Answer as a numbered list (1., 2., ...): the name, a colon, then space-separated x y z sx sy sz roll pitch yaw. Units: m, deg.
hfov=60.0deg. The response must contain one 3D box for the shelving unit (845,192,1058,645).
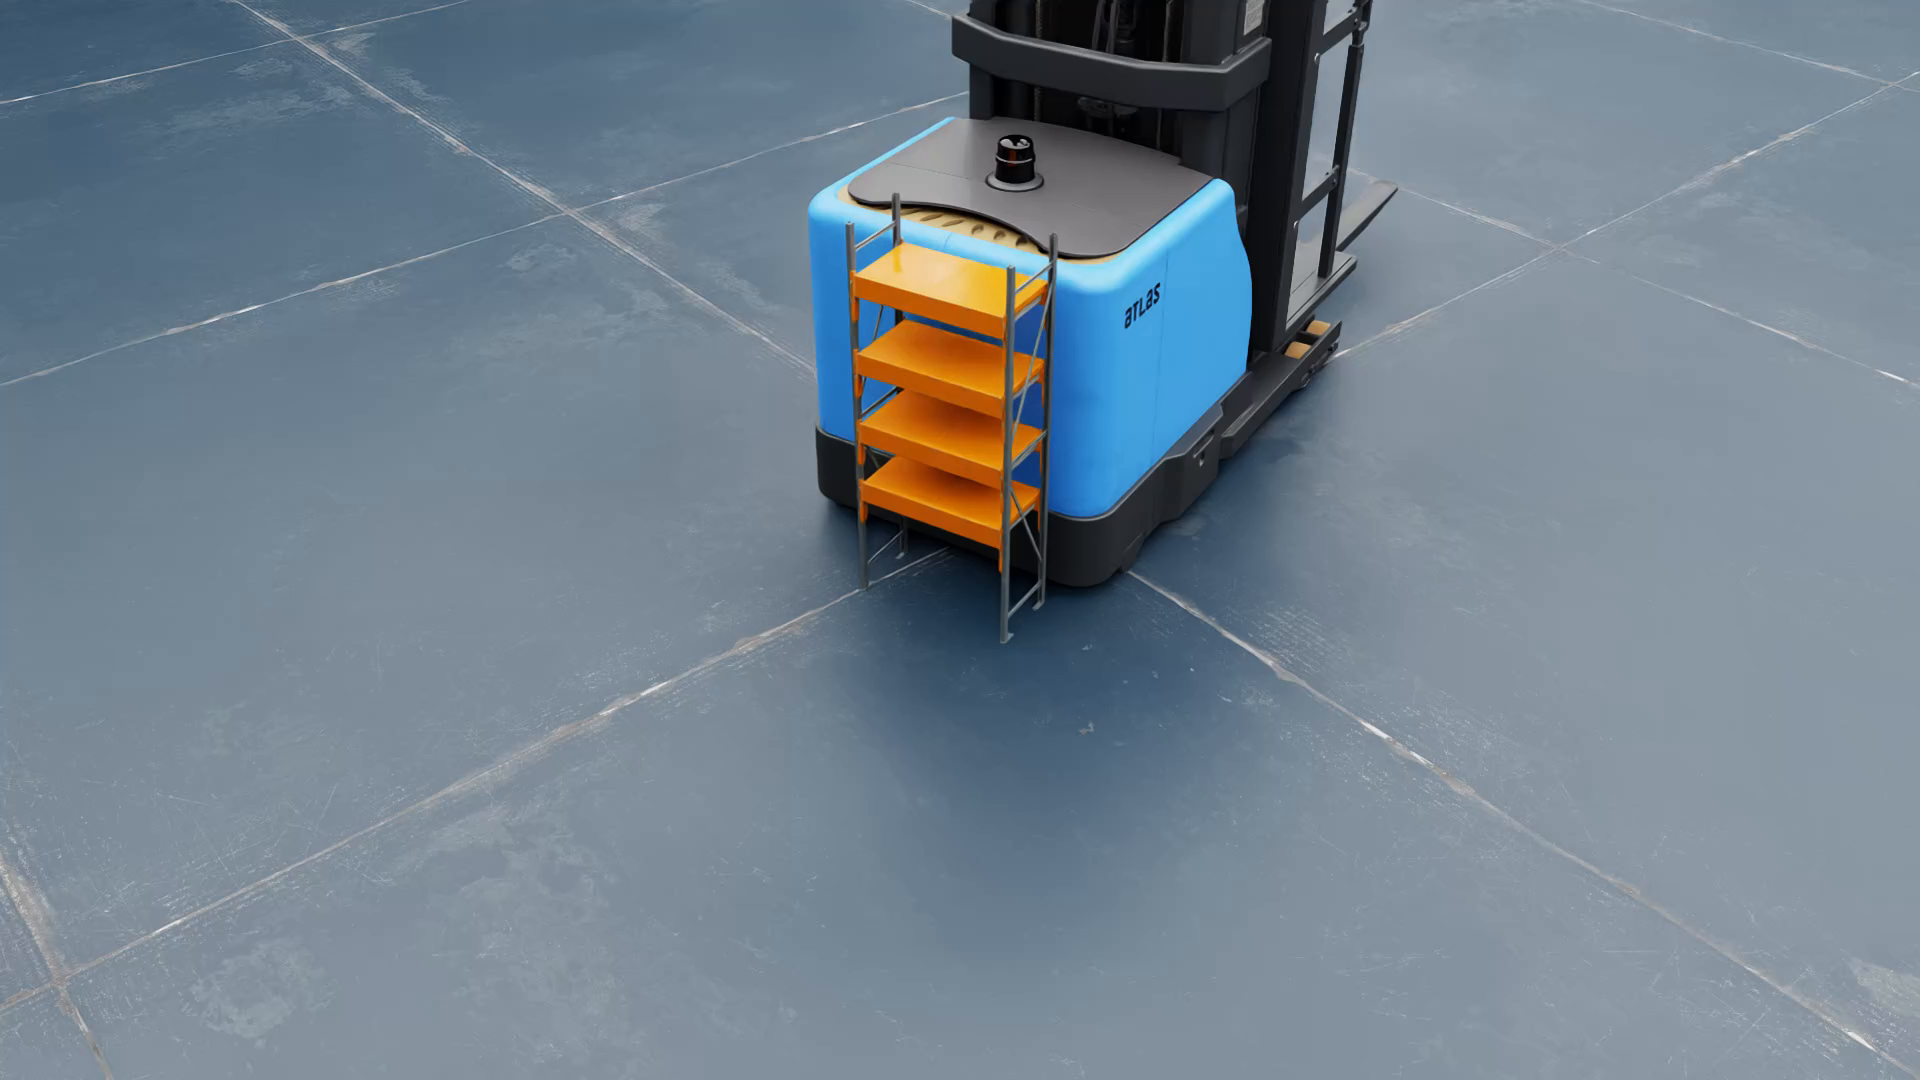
1. shelving unit: -0.023 -0.319 4.663 0.503 1.200 0.258 20 40 25

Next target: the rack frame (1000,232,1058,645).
1. rack frame: 0.185 -0.246 4.559 0.015 1.200 0.240 20 40 25

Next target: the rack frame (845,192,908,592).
1. rack frame: -0.231 -0.393 4.767 0.015 1.200 0.240 20 40 25

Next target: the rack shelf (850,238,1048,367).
1. rack shelf: -0.023 -0.640 4.436 0.480 0.148 0.258 20 40 25

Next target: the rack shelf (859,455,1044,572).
1. rack shelf: -0.023 -0.102 4.817 0.480 0.148 0.258 20 40 25

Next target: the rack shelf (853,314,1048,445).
1. rack shelf: -0.023 -0.447 4.572 0.480 0.148 0.258 20 40 25

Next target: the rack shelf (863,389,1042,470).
1. rack shelf: -0.023 -0.296 4.679 0.457 0.050 0.221 20 40 25

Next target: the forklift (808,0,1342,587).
1. forklift: 0.461 -1.583 5.005 1.129 2.867 1.939 20 40 26
